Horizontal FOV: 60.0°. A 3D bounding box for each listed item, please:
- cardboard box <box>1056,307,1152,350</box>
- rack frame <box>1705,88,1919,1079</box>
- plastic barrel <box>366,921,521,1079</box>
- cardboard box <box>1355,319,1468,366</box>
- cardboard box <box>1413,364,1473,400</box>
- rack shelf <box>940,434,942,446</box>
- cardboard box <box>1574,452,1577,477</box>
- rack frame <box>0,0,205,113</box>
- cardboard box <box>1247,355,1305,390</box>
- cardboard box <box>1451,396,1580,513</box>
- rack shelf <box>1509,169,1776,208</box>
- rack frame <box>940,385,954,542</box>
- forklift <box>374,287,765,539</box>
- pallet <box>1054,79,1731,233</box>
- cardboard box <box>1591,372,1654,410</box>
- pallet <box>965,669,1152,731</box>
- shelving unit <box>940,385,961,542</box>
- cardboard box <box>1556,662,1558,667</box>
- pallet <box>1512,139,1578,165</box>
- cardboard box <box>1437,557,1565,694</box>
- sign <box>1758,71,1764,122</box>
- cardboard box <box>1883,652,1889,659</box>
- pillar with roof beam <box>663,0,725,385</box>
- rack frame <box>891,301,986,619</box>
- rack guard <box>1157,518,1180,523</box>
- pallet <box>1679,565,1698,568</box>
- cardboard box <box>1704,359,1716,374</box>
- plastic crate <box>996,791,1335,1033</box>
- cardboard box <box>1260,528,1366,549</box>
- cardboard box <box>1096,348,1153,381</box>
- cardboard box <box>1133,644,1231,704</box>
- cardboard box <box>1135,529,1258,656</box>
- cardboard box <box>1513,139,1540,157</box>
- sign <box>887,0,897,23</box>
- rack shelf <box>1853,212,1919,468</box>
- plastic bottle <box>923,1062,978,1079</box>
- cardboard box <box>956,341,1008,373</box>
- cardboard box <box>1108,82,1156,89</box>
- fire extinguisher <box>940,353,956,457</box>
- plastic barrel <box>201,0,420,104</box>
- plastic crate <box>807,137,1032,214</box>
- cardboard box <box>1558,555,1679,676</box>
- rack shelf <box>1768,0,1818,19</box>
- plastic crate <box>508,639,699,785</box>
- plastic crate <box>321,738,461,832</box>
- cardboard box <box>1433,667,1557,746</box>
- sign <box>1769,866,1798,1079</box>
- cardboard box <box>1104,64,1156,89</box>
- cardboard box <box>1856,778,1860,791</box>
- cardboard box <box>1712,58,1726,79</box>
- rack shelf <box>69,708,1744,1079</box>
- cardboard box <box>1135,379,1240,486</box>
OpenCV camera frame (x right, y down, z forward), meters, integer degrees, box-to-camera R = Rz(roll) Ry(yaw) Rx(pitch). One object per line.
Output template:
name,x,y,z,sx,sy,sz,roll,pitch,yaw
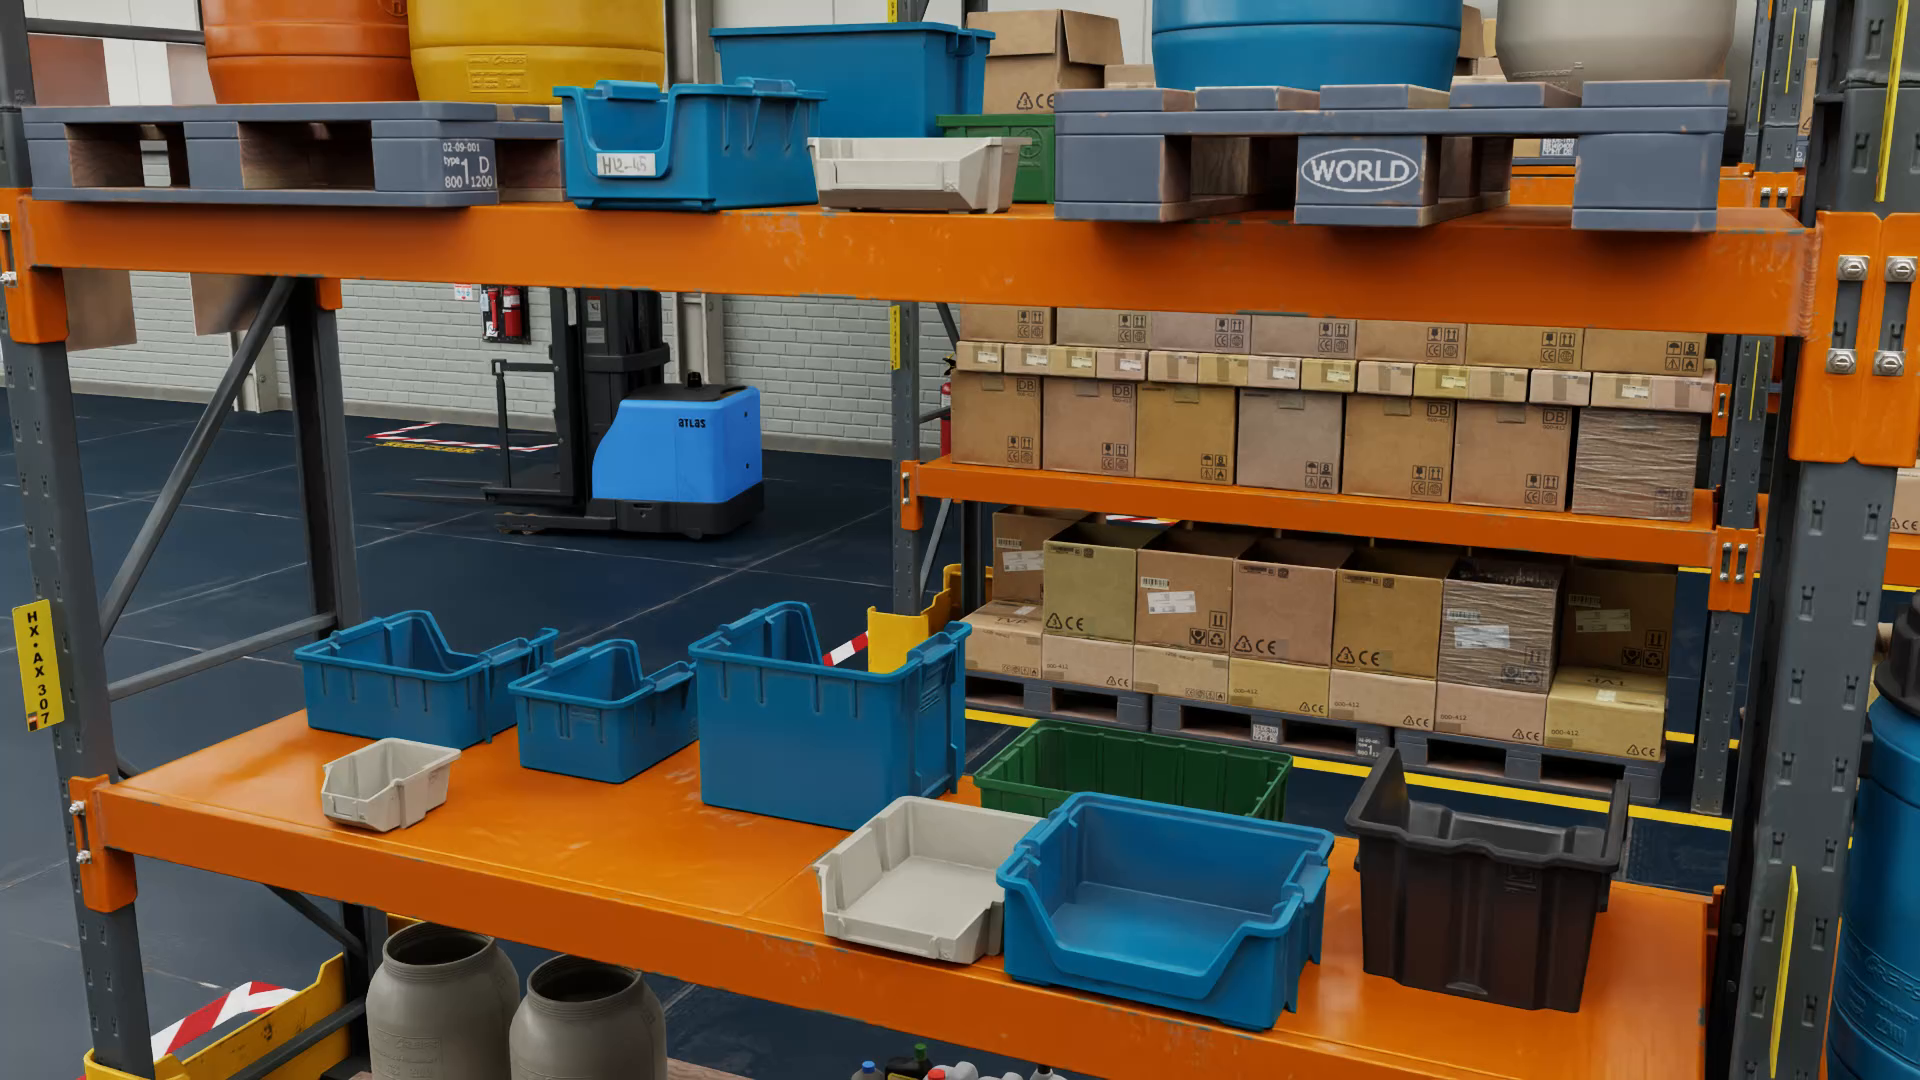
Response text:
cardboard box,0.850,-1.277,8.572,0.500,0.500,0.700,5,14,22
rack frame,1.544,0.709,3.166,0.127,3.000,1.000,6,14,23
plastic barrel,-1.480,1.391,4.788,0.421,0.512,0.421,0,13,0
cardboard box,2.226,-1.138,7.979,0.500,0.500,0.700,6,14,23
cardboard box,2.289,-0.764,7.807,0.250,0.149,0.380,6,14,23
rack shelf,-0.013,-0.776,12.579,0.180,0.103,0.258,6,14,23
cardboard box,4.592,-0.445,12.593,0.500,0.500,0.500,5,14,19
rack frame,-2.113,-2.581,4.058,0.127,3.000,1.000,6,14,23
cardboard box,1.573,-0.836,8.112,0.250,0.149,0.380,6,14,24
cardboard box,2.661,-0.461,7.933,0.500,0.500,0.700,6,14,23
rack shelf,1.725,-1.620,8.101,4.000,0.370,1.077,6,14,23
rack frame,-0.097,-0.594,12.660,0.006,1.200,0.240,6,14,23
forklift,-3.156,-1.582,13.080,3.031,2.935,1.130,3,13,12
pallet,0.845,-0.705,3.042,1.003,0.211,1.213,6,14,23
cardboard box,2.993,-0.693,7.504,0.250,0.149,0.380,5,14,22
pallet,0.613,0.724,9.205,1.213,0.211,1.003,6,14,23
shelving unit,-0.013,-0.585,12.623,0.189,1.200,0.258,6,14,23
cardboard box,2.798,0.656,8.494,0.500,0.250,0.500,6,14,23
pallet,2.764,-1.816,7.554,1.213,0.211,1.003,6,14,23
cardboard box,2.589,0.398,7.950,0.500,0.500,0.500,6,14,23
sign,5.344,-2.958,11.096,0.005,0.325,0.100,6,14,23
cardboard box,4.287,0.674,7.189,0.500,0.311,0.500,6,14,23
pillar with roof beam,-4.339,-4.423,11.904,0.400,9.000,9.100,6,14,23
rack frame,-0.103,-0.695,9.151,0.127,3.000,1.000,6,14,23
rack guard,1.969,-0.506,13.817,0.348,0.500,1.175,6,14,23
pallet,4.929,-0.057,12.536,1.213,0.211,1.003,6,14,23
cardboard box,3.387,-0.755,7.766,0.250,0.149,0.380,6,14,23
plastic crate,0.422,0.736,3.377,0.616,0.251,0.499,6,14,23
cardboard box,1.885,0.198,8.805,0.500,0.500,0.500,6,14,23
cardboard box,0.868,-0.907,8.416,0.250,0.149,0.380,6,14,22
cardboard box,1.213,0.627,8.616,0.500,0.250,0.500,6,14,23
cardboard box,1.217,0.260,8.540,0.500,0.500,0.500,6,14,23
cardboard box,4.016,-2.967,12.002,0.500,0.500,0.500,5,14,21
sign,-0.333,-2.504,8.207,0.005,0.325,0.100,6,14,23
rack shelf,3.373,-0.216,2.117,4.000,0.370,1.077,6,14,23
plastic bottle,-0.037,1.558,4.546,0.135,0.276,0.152,6,14,24
cardboard box,0.168,-0.978,8.719,0.250,0.149,0.380,6,14,23
cardboard box,0.901,-2.160,8.152,0.250,0.149,0.380,6,14,23
fire extinguisher,-0.023,-0.765,9.620,0.183,0.674,0.296,6,14,23
plastic barrel,-1.617,-1.516,4.225,0.708,0.830,0.600,6,14,23
plastic crate,-0.087,-0.687,3.126,0.396,0.136,0.243,6,14,23
cardboard box,3.257,0.336,8.215,0.500,0.500,0.500,6,14,23
rack shelf,7.386,-3.551,10.638,4.000,0.370,1.077,6,14,23
plastic crate,-0.943,0.457,4.568,0.408,0.251,0.499,6,14,23
plastic crate,-1.425,0.618,4.134,0.250,0.136,0.298,6,14,23
cardboard box,2.588,0.764,8.034,0.500,0.250,0.500,6,14,23
sign,1.311,0.688,2.649,0.005,0.325,0.100,6,14,23
cardboard box,1.056,-2.303,8.542,0.500,0.250,0.500,6,14,23
cardboard box,3.822,0.898,7.460,0.500,0.250,0.500,5,14,22
cardboard box,3.200,-2.208,7.589,0.500,0.500,0.500,7,15,28
rack shelf,-0.284,0.875,4.037,4.000,0.370,1.077,6,14,23
cardboard box,1.252,-0.603,8.540,0.500,0.500,0.700,6,14,24
